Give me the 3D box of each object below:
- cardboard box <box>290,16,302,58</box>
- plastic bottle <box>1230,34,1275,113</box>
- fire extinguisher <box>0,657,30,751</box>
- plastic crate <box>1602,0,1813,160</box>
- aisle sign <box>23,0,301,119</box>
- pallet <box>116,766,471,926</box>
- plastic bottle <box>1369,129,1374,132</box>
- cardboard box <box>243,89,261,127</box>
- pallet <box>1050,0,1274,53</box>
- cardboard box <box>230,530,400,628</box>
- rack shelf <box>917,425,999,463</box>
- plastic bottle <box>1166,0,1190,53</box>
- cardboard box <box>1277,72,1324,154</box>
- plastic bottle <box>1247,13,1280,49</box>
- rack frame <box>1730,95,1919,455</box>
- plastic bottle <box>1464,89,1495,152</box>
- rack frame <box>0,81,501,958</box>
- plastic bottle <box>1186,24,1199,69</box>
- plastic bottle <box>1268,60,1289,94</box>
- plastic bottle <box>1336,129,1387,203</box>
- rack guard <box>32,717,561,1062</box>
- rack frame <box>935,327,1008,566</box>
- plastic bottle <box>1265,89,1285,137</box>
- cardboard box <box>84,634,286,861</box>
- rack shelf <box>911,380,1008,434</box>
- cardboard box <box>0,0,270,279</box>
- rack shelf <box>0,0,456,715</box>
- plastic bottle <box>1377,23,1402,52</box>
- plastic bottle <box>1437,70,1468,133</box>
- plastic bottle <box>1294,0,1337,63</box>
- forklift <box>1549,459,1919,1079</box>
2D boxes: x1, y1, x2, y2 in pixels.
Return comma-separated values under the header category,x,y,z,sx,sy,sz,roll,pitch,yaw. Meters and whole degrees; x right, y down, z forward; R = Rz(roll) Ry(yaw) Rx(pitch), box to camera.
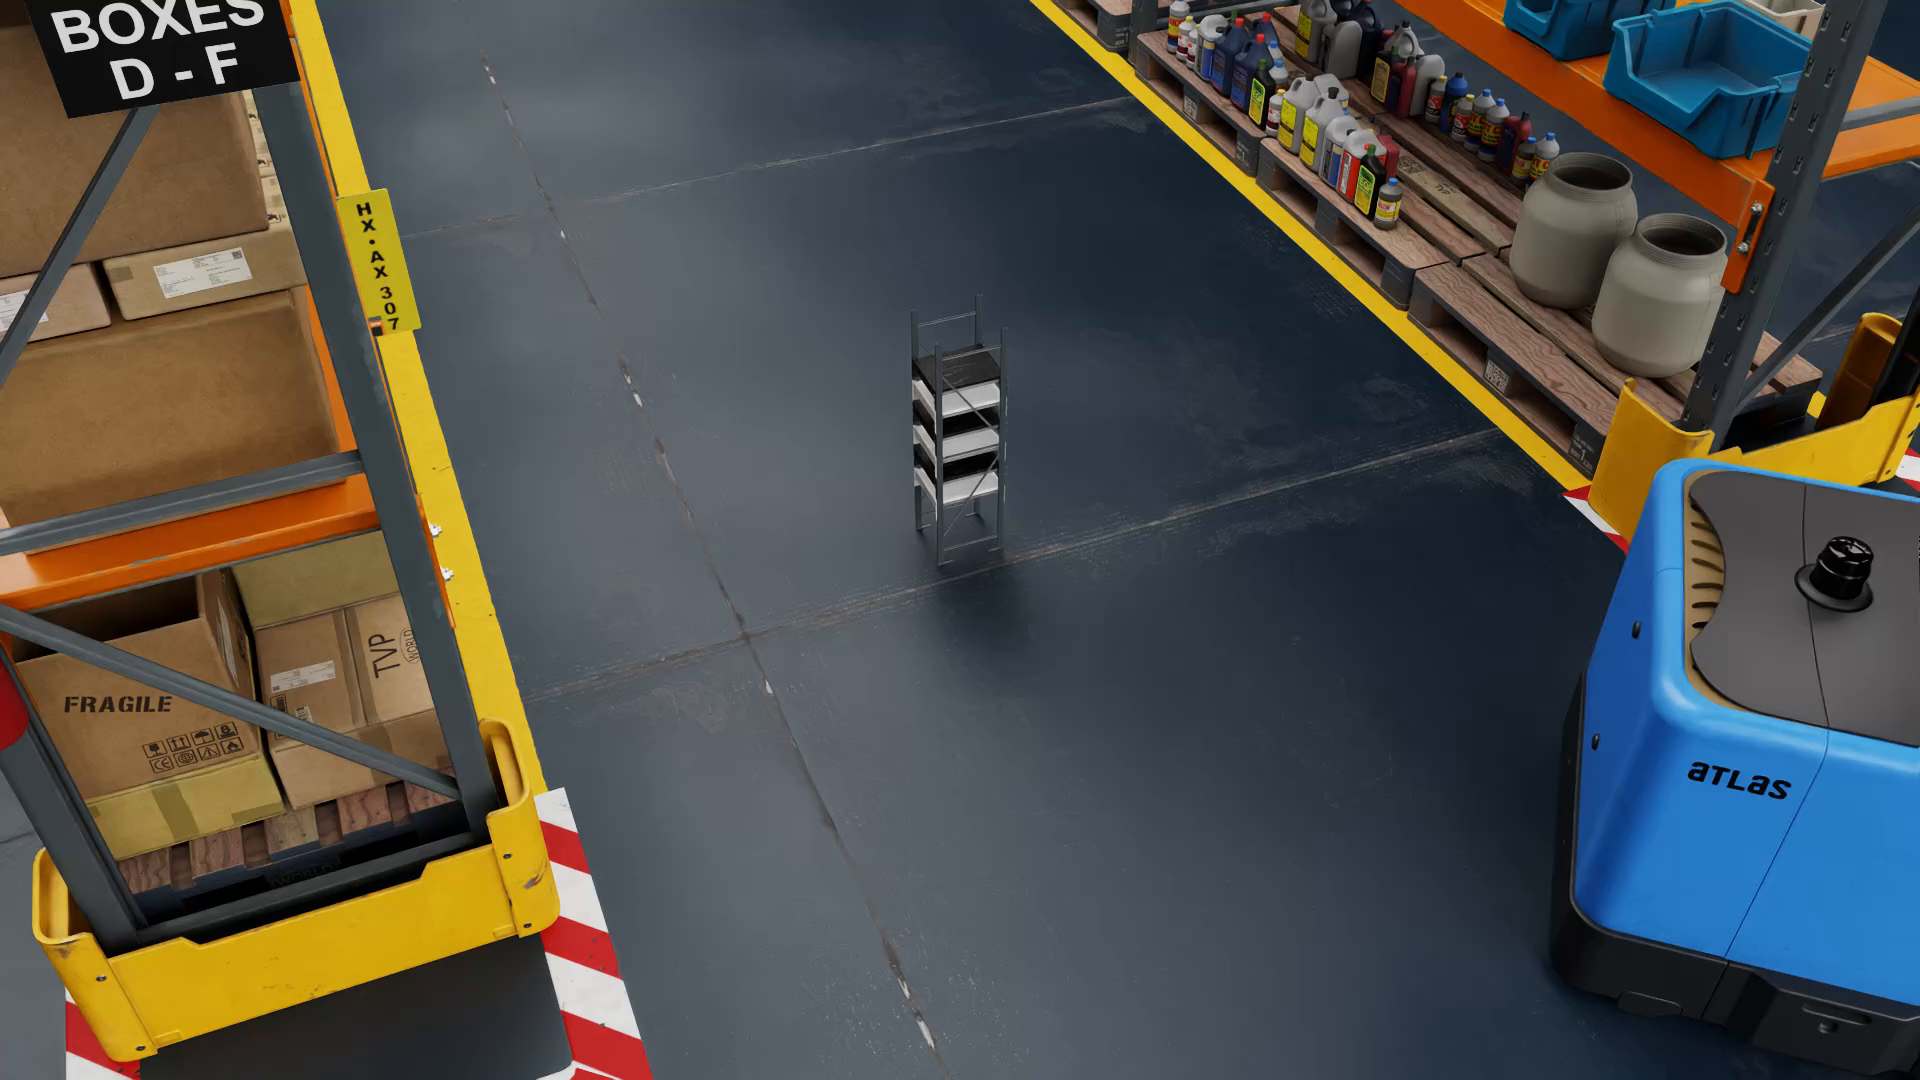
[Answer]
category,x,y,z,sx,sy,sz,roll,pitch,yaw
cardboard box,-3.151,-2.115,7.265,0.500,0.311,0.500,-15,43,-17
plastic bottle,1.353,-2.167,7.664,0.144,0.351,0.185,-17,43,-19
fire extinguisher,-2.076,0.152,3.333,0.296,0.674,0.183,-15,43,-17
plastic crate,2.418,-1.469,5.272,0.499,0.251,0.616,-15,43,-17
aisle sign,-1.384,-1.087,2.720,0.394,0.787,0.004,-15,43,-17
pallet,-2.024,0.542,4.958,1.003,0.211,1.213,-15,43,-17
plastic bottle,1.762,-1.686,7.219,0.097,0.201,0.097,0,41,0
cardboard box,-1.841,-0.948,3.977,0.380,0.149,0.250,-15,43,-17
pallet,1.019,-3.114,9.209,1.003,0.211,1.213,-15,43,-17
cardboard box,-1.885,-0.145,4.830,0.500,0.500,0.500,-15,43,-17
rack shelf,-0.003,-0.336,5.471,0.221,0.026,0.190,-15,43,-17
plastic bottle,1.072,-2.539,8.157,0.097,0.271,0.097,0,41,0
cardboard box,-1.123,-2.335,7.706,4.512,0.551,3.341,-16,43,-18
plastic bottle,1.414,-2.317,7.838,0.144,0.351,0.185,-15,43,-17
rack frame,2.889,-1.299,4.960,0.949,2.616,0.053,-15,43,-17
plastic bottle,2.310,-1.867,7.376,0.097,0.271,0.097,0,41,0
rack frame,-1.692,-0.065,3.525,1.000,3.000,0.127,-15,43,-17
plastic bottle,1.150,-2.390,8.037,0.097,0.201,0.097,0,41,0
plastic bottle,1.444,-2.058,7.597,0.097,0.271,0.097,0,41,0
plastic bottle,1.707,-1.588,7.048,0.152,0.276,0.135,-15,43,-17
rack guard,-1.683,0.897,4.323,1.175,0.500,0.348,-15,43,-17
rack frame,0.036,-0.285,5.391,0.240,0.900,0.006,-15,43,-17
plastic bottle,1.439,-1.934,7.507,0.097,0.201,0.097,0,41,0
cardboard box,-2.170,0.569,4.574,0.500,0.250,0.500,-15,43,-17
rack shelf,-0.003,-0.457,5.367,0.258,0.077,0.200,-15,43,-17
cardboard box,-1.879,-0.911,3.437,0.700,0.500,0.500,-15,43,-17
rack shelf,-2.457,-0.997,5.160,1.077,0.370,4.000,-15,43,-17
plastic bottle,2.042,-2.325,7.900,0.061,0.283,0.133,-12,42,-14
plastic bottle,2.233,-1.989,7.518,0.097,0.271,0.097,0,41,0
plastic bottle,1.735,-2.518,8.072,0.144,0.351,0.185,-15,43,-17
forklift,3.122,0.063,3.429,3.031,2.935,1.130,12,42,13
